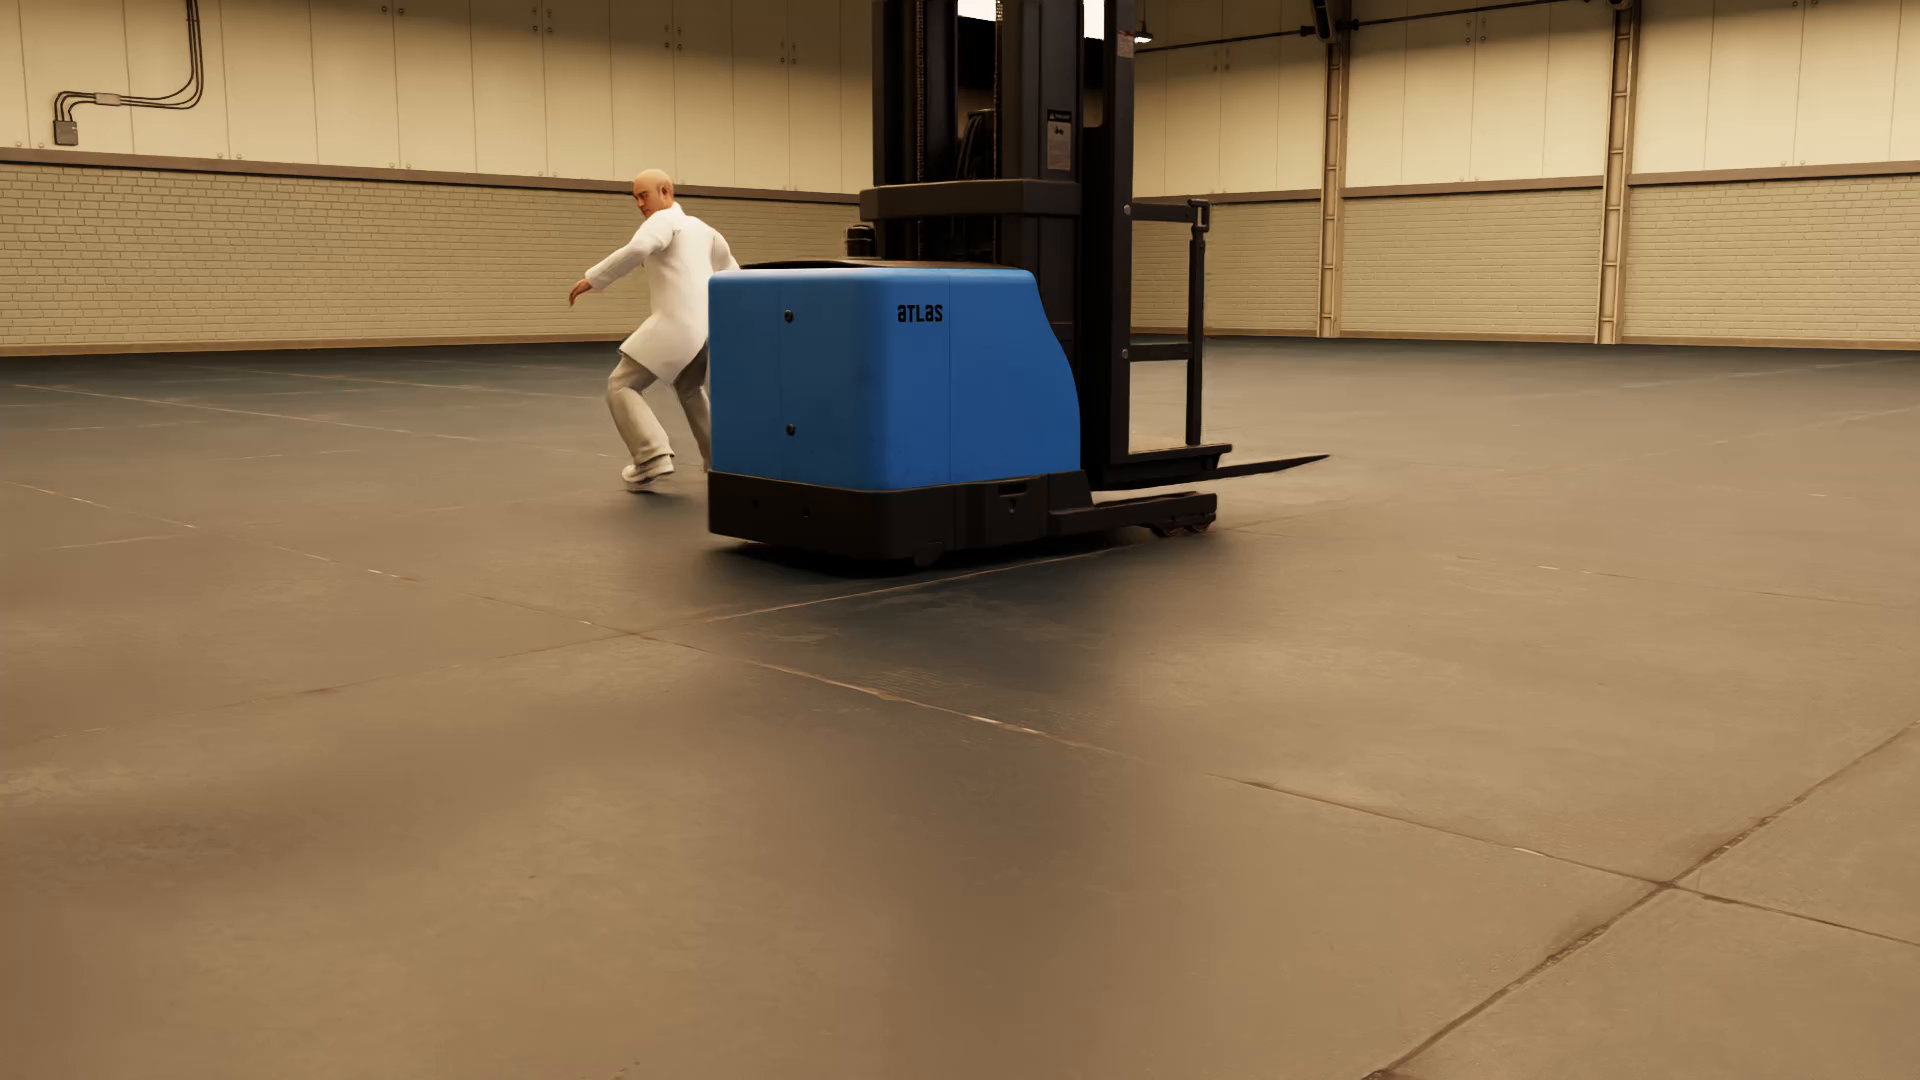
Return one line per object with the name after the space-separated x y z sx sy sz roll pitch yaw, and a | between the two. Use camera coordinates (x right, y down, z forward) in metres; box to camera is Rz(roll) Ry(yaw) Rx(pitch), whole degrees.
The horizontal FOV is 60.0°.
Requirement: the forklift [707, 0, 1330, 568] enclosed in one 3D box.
0.437 -1.513 6.922 3.031 2.935 1.130 -8 12 -43 | forklift

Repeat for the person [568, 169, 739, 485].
-1.447 -1.041 8.648 0.602 1.741 1.143 5 10 28 | person
